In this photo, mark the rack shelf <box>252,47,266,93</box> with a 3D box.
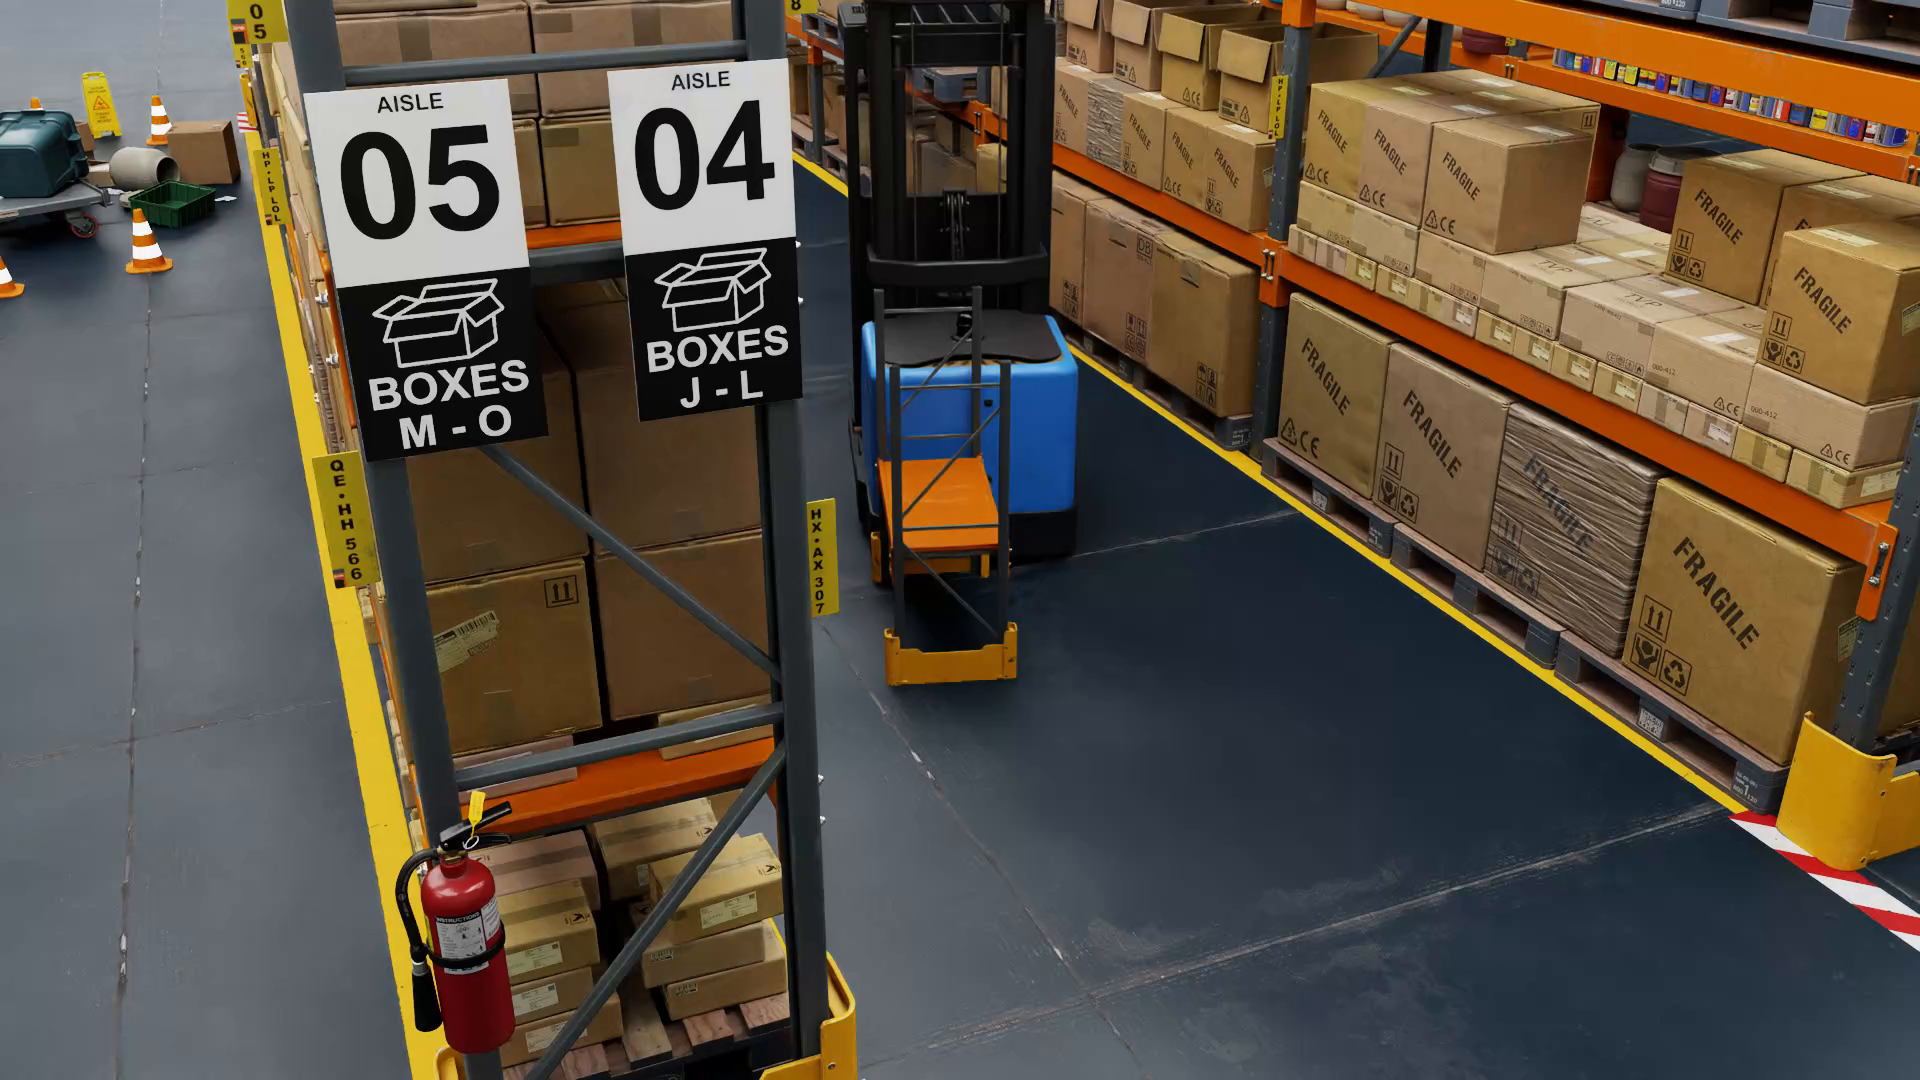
[{"bbox_3d":[-3.210,-2.915,8.703,1.077,0.370,4.000,-11,28,-21],"label":"rack shelf"}]

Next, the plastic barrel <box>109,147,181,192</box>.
[{"bbox_3d":[-7.415,-3.349,15.127,0.512,0.421,0.421,8,27,15],"label":"plastic barrel"}]

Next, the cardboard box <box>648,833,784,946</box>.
[{"bbox_3d":[-0.753,1.087,5.197,0.380,0.149,0.250,-12,28,-23],"label":"cardboard box"}]

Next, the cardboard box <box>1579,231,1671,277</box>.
[{"bbox_3d":[3.191,-1.208,7.637,0.500,0.250,0.500,-11,28,-22],"label":"cardboard box"}]

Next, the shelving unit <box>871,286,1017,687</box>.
[{"bbox_3d":[-0.093,-0.269,7.592,0.587,1.500,1.083,-3,26,-6],"label":"shelving unit"}]

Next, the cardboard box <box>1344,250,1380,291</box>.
[{"bbox_3d":[2.193,-1.393,8.470,0.380,0.149,0.250,-10,28,-19],"label":"cardboard box"}]

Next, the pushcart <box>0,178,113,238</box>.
[{"bbox_3d":[-7.996,-2.655,13.757,1.648,0.377,0.936,-22,34,-38],"label":"pushcart"}]

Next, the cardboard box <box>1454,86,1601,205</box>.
[{"bbox_3d":[2.795,-1.955,8.313,0.500,0.500,0.500,-10,28,-20],"label":"cardboard box"}]

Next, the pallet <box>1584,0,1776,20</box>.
[{"bbox_3d":[2.961,-2.379,6.885,1.003,0.211,1.213,-11,28,-21],"label":"pallet"}]

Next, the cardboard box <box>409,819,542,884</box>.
[{"bbox_3d":[-1.565,0.993,5.391,0.380,0.149,0.250,-11,28,-22],"label":"cardboard box"}]

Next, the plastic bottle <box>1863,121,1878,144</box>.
[{"bbox_3d":[6.212,-2.802,11.296,0.097,0.201,0.097,0,26,0],"label":"plastic bottle"}]

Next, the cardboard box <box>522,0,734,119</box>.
[{"bbox_3d":[-0.797,-1.199,3.970,0.500,0.250,0.500,-10,28,-20],"label":"cardboard box"}]

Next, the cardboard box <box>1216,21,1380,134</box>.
[{"bbox_3d":[1.919,-2.647,9.494,0.797,0.503,0.637,-11,28,-22],"label":"cardboard box"}]

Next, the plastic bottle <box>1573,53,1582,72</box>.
[{"bbox_3d":[5.098,-3.950,13.648,0.097,0.201,0.097,0,26,0],"label":"plastic bottle"}]

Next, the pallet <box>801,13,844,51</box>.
[{"bbox_3d":[-0.791,-4.704,15.185,1.003,0.211,1.213,-11,28,-21],"label":"pallet"}]

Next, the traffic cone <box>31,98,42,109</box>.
[{"bbox_3d":[-9.398,-4.272,16.973,0.336,0.463,0.334,-11,28,-21],"label":"traffic cone"}]

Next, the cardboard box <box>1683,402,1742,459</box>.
[{"bbox_3d":[3.100,-0.461,6.561,0.380,0.149,0.250,-11,28,-20],"label":"cardboard box"}]

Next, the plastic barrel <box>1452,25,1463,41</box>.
[{"bbox_3d":[4.568,-4.789,15.012,0.421,0.512,0.421,0,26,0],"label":"plastic barrel"}]

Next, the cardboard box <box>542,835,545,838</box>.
[{"bbox_3d":[-1.535,1.117,5.475,0.380,0.149,0.250,-12,28,-23],"label":"cardboard box"}]

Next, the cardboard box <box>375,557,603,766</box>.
[{"bbox_3d":[-1.273,0.216,4.436,0.500,0.500,0.500,-10,28,-20],"label":"cardboard box"}]

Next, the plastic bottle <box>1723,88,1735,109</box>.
[{"bbox_3d":[5.728,-3.301,12.318,0.097,0.201,0.097,0,26,0],"label":"plastic bottle"}]

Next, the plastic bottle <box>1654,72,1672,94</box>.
[{"bbox_3d":[5.450,-3.603,12.844,0.061,0.283,0.133,-11,28,-21],"label":"plastic bottle"}]

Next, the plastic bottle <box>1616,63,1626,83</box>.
[{"bbox_3d":[5.293,-3.749,13.235,0.097,0.201,0.097,0,26,0],"label":"plastic bottle"}]

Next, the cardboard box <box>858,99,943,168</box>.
[{"bbox_3d":[-0.566,-3.751,15.361,0.700,0.500,0.500,-11,28,-21],"label":"cardboard box"}]

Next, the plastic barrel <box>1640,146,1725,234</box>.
[{"bbox_3d":[5.817,-2.815,13.366,0.600,0.588,0.708,-11,28,-21],"label":"plastic barrel"}]

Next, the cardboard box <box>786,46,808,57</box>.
[{"bbox_3d":[-1.800,-5.058,18.061,0.500,0.500,0.500,-8,27,-16],"label":"cardboard box"}]

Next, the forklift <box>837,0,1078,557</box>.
[{"bbox_3d":[-0.080,-1.823,9.143,1.130,2.935,3.031,-3,26,-6],"label":"forklift"}]

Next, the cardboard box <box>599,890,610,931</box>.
[{"bbox_3d":[-1.052,1.167,5.712,0.380,0.149,0.250,-10,28,-20],"label":"cardboard box"}]

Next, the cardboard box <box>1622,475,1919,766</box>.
[{"bbox_3d":[3.419,0.242,6.779,0.875,0.875,0.875,-11,28,-21],"label":"cardboard box"}]

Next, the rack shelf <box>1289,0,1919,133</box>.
[{"bbox_3d":[2.960,-2.112,7.057,1.077,0.370,4.000,-11,28,-21],"label":"rack shelf"}]

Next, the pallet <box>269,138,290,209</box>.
[{"bbox_3d":[-3.616,-2.342,10.347,1.213,0.211,1.003,-11,28,-21],"label":"pallet"}]

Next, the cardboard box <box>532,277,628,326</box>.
[{"bbox_3d":[-0.995,-0.526,4.815,0.500,0.500,0.500,-10,28,-19],"label":"cardboard box"}]

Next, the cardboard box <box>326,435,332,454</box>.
[{"bbox_3d":[-2.948,-0.404,8.529,0.500,0.500,0.500,-11,28,-22],"label":"cardboard box"}]

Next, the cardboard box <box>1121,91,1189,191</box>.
[{"bbox_3d":[1.344,-2.492,10.321,0.500,0.500,0.500,-11,28,-21],"label":"cardboard box"}]

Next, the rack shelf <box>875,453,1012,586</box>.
[{"bbox_3d":[-0.094,-0.111,7.679,0.538,0.185,1.000,-3,26,-6],"label":"rack shelf"}]

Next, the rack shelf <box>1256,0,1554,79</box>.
[{"bbox_3d":[4.384,-4.844,16.073,1.077,0.370,4.000,-11,28,-21],"label":"rack shelf"}]

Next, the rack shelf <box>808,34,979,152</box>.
[{"bbox_3d":[-0.173,-3.993,14.330,1.077,0.370,4.000,-11,28,-21],"label":"rack shelf"}]

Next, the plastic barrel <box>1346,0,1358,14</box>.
[{"bbox_3d":[3.978,-5.352,16.451,0.301,0.262,0.301,0,26,0],"label":"plastic barrel"}]

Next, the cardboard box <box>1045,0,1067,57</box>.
[{"bbox_3d":[0.882,-3.707,11.666,0.797,0.503,0.637,-10,28,-19],"label":"cardboard box"}]

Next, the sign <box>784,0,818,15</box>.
[{"bbox_3d":[-0.361,-1.302,3.583,0.100,0.325,0.005,-11,28,-21],"label":"sign"}]

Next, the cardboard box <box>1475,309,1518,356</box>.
[{"bbox_3d":[2.598,-0.976,7.616,0.380,0.149,0.250,-11,28,-22],"label":"cardboard box"}]

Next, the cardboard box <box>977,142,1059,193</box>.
[{"bbox_3d":[0.861,-2.461,12.315,1.225,0.875,0.875,-12,28,-23],"label":"cardboard box"}]

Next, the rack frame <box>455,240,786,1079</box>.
[{"bbox_3d":[-0.857,0.531,4.243,0.949,2.616,0.053,-11,28,-21],"label":"rack frame"}]

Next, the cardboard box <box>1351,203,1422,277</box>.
[{"bbox_3d":[2.310,-1.524,8.285,0.500,0.250,0.500,-11,28,-21],"label":"cardboard box"}]

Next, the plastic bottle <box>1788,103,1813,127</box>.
[{"bbox_3d":[6.001,-3.113,11.763,0.144,0.351,0.185,-11,28,-21],"label":"plastic bottle"}]

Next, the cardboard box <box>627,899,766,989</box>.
[{"bbox_3d":[-0.829,1.235,5.234,0.380,0.149,0.250,-9,28,-18],"label":"cardboard box"}]

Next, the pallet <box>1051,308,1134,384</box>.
[{"bbox_3d":[1.324,-1.433,11.445,1.003,0.211,1.213,-11,28,-21],"label":"pallet"}]

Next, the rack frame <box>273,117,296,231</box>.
[{"bbox_3d":[-2.427,-1.083,7.549,1.000,3.000,0.127,-11,28,-21],"label":"rack frame"}]

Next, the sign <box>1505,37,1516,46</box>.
[{"bbox_3d":[4.664,-4.336,14.026,0.100,0.325,0.005,-11,28,-21],"label":"sign"}]

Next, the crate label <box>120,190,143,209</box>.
[{"bbox_3d":[-7.296,-3.021,14.781,0.250,0.136,0.298,13,29,24],"label":"crate label"}]

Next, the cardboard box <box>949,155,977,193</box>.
[{"bbox_3d":[0.329,-2.851,13.517,0.700,0.500,0.500,-12,29,-23],"label":"cardboard box"}]

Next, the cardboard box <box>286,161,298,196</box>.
[{"bbox_3d":[-2.088,-1.071,5.933,0.500,0.500,0.500,-10,28,-20],"label":"cardboard box"}]

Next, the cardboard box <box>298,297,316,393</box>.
[{"bbox_3d":[-3.751,-1.231,10.224,0.500,0.500,0.500,-10,28,-20],"label":"cardboard box"}]
